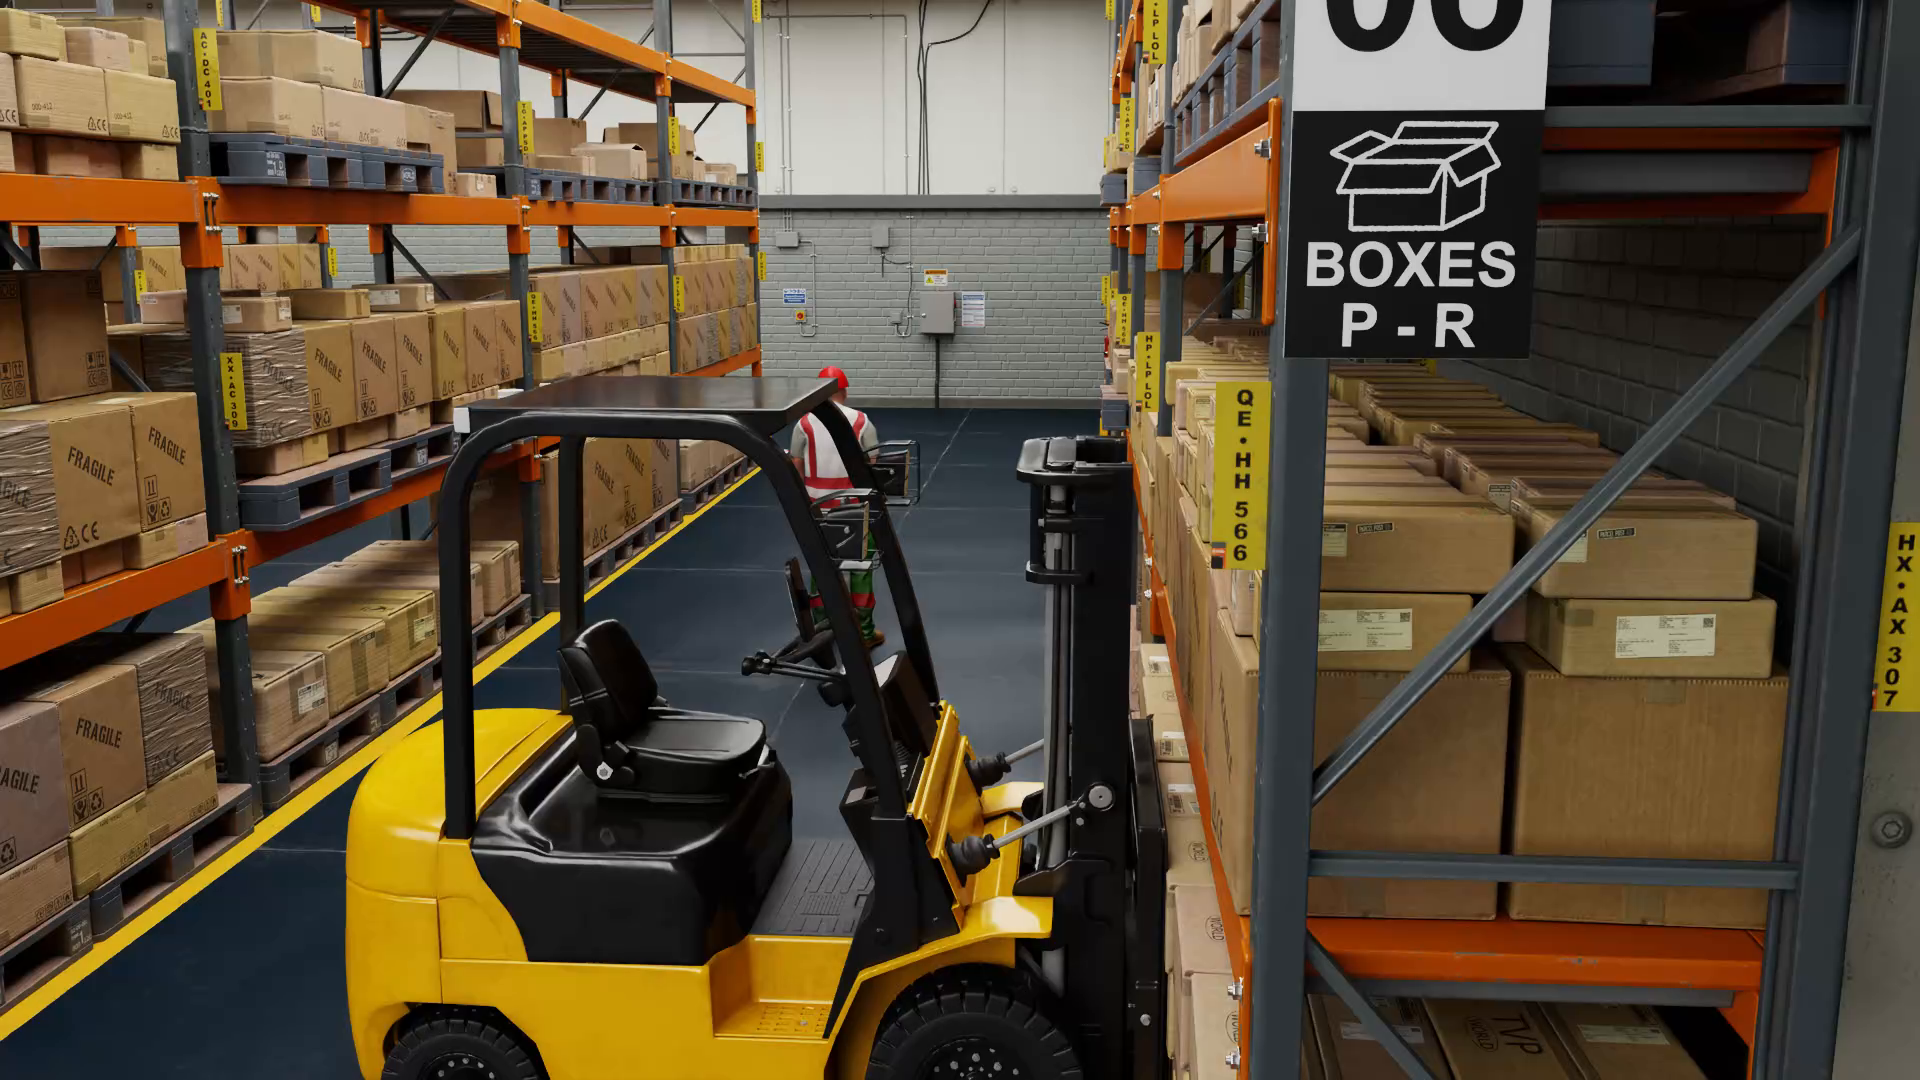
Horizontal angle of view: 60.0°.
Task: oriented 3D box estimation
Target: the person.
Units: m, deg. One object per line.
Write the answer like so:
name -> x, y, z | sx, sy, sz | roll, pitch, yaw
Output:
person -> -0.769, -0.200, 10.456 | 0.609, 1.778, 0.452 | 0, 11, 0
